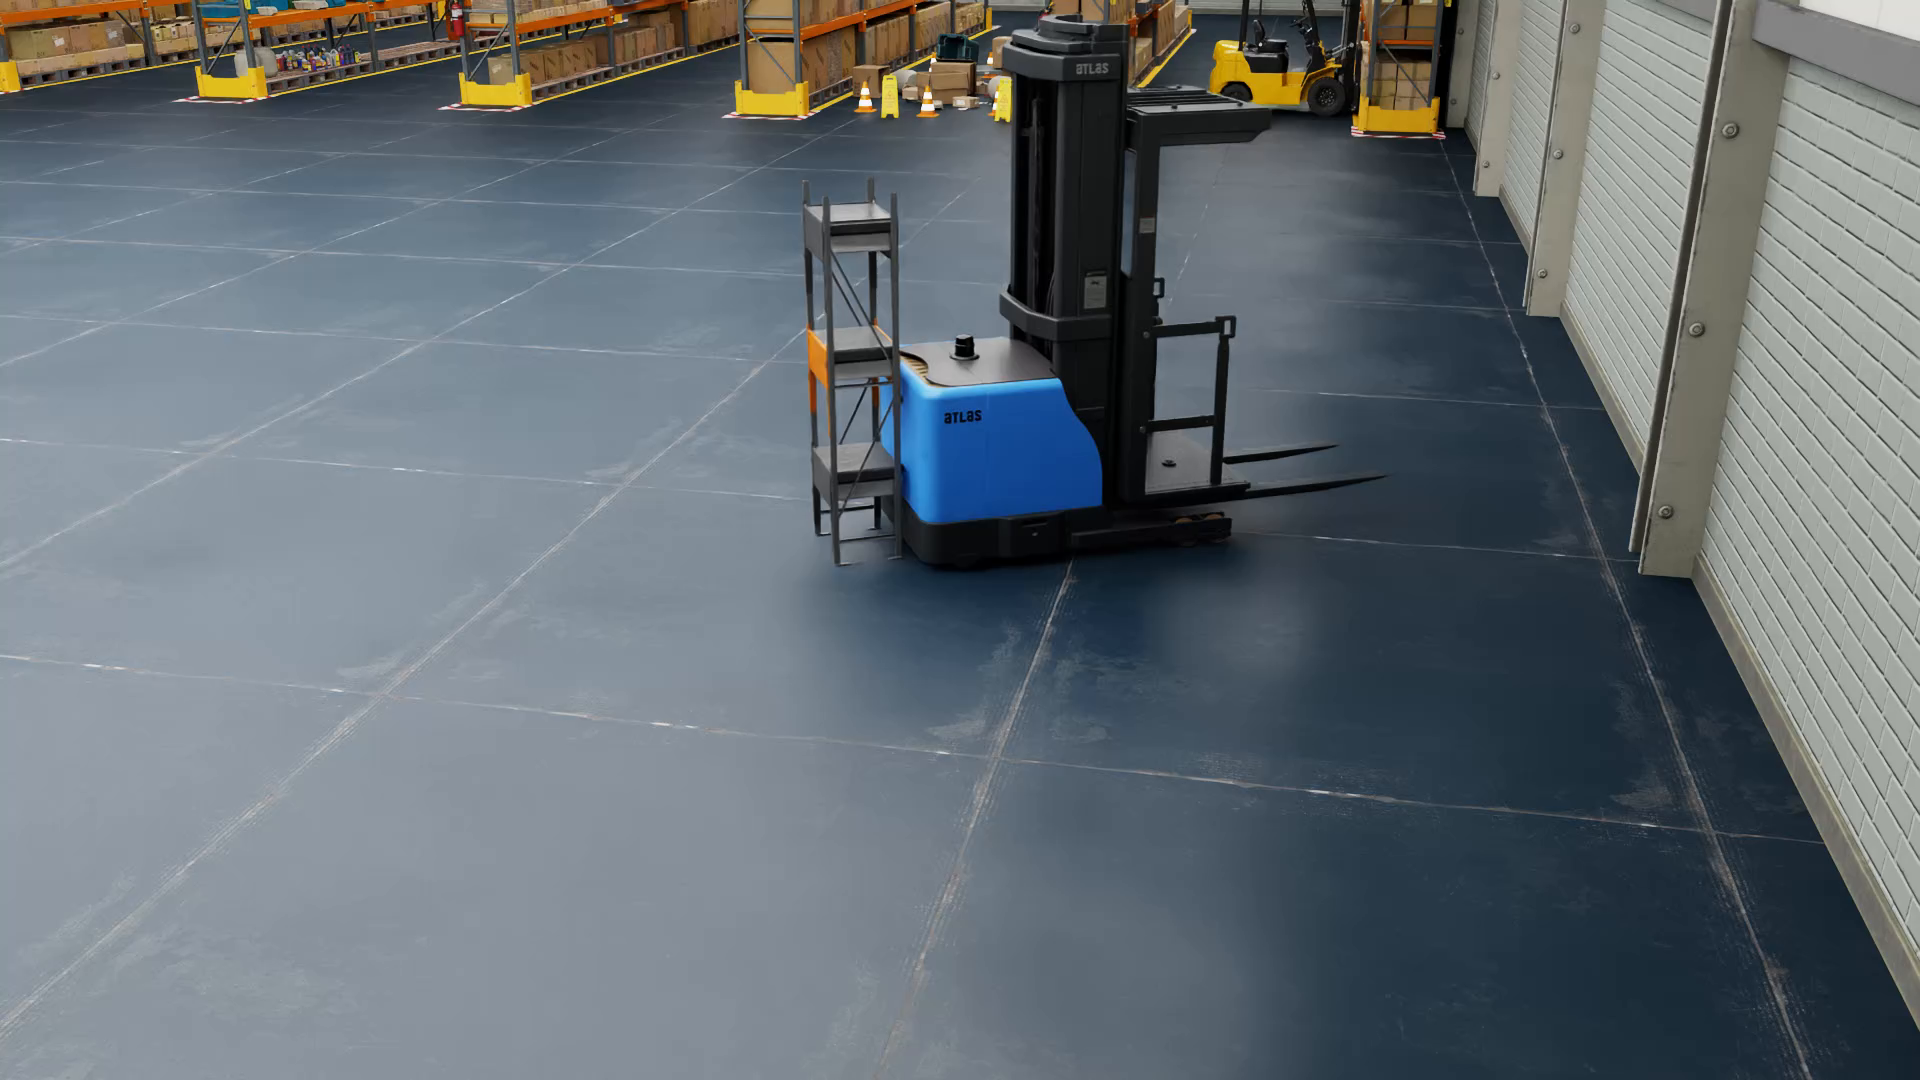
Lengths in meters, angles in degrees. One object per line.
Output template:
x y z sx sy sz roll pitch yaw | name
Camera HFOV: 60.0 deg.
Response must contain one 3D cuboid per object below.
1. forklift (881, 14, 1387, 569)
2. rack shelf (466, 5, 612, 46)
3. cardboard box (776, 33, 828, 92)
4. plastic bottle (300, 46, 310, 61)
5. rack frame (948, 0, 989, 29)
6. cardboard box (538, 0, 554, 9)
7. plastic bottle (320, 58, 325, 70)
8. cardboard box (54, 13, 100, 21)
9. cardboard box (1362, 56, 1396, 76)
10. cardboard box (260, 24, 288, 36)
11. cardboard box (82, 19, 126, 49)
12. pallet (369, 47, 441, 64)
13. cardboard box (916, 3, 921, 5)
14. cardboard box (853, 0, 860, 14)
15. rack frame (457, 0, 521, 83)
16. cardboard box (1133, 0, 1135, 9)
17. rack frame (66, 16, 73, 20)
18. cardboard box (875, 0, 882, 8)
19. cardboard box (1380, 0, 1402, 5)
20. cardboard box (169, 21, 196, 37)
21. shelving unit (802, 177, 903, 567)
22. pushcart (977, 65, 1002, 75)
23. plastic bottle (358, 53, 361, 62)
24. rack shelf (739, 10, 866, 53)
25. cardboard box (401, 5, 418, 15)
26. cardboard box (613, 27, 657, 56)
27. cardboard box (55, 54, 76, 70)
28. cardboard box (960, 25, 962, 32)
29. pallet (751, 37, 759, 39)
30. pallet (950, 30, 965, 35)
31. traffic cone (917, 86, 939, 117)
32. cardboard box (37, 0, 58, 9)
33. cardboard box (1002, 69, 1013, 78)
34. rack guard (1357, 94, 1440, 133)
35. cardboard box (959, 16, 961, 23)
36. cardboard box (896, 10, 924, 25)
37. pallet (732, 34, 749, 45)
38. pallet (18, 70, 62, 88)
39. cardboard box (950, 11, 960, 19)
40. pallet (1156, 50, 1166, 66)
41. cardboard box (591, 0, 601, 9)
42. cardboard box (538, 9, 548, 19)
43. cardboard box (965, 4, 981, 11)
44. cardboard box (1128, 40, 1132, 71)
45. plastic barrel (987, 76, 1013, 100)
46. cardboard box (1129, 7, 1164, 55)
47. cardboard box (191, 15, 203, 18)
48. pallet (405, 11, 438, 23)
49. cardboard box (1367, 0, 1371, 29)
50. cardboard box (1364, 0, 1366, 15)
1.091 -1.502 9.660 3.031 2.935 1.130 -7 23 -16 | forklift
-7.480 -9.187 29.613 1.077 0.370 4.000 4 22 11 | rack shelf
-2.802 -8.159 28.378 0.875 0.875 0.875 4 22 10 | cardboard box
-12.530 -9.273 31.819 0.144 0.351 0.185 4 22 9 | plastic bottle
0.211 -14.226 41.161 1.000 3.000 0.127 4 22 11 | rack frame
-7.620 -9.545 29.005 0.875 0.500 0.500 4 22 11 | cardboard box
-11.951 -8.911 31.120 0.097 0.201 0.097 0 22 0 | plastic bottle
-20.525 -12.305 38.706 0.750 0.750 0.750 4 22 10 | cardboard box
6.560 -7.420 26.041 0.500 0.250 0.500 5 22 12 | cardboard box
-15.580 -11.661 37.550 0.500 0.500 0.500 5 23 13 | cardboard box
-16.763 -9.908 32.554 0.500 0.500 0.500 4 22 11 | cardboard box
-11.552 -10.074 34.585 1.003 0.211 1.213 4 22 11 | pallet
-1.120 -11.701 36.673 0.500 0.250 0.500 5 22 12 | cardboard box
-2.301 -9.771 29.899 0.875 0.550 0.550 4 22 11 | cardboard box
-7.888 -8.790 27.663 1.000 3.000 0.127 4 22 11 | rack frame
2.782 -9.500 28.894 0.500 0.500 0.500 4 22 10 | cardboard box
-20.803 -12.848 37.740 1.000 3.000 0.127 4 22 11 | rack frame
-1.764 -10.240 31.131 0.500 0.500 0.500 5 22 11 | cardboard box
6.470 -8.153 25.079 0.380 0.149 0.250 5 22 12 | cardboard box
-16.229 -10.693 34.756 0.500 0.311 0.500 4 22 9 | cardboard box
-0.600 -0.932 9.358 0.431 2.100 0.503 -7 23 -16 | shelving unit
0.387 -8.436 30.295 1.648 0.377 0.936 -3 22 -8 | pushcart
-11.690 -9.380 32.285 0.097 0.201 0.097 0 22 0 | plastic bottle
-2.645 -8.772 28.583 1.077 0.370 4.000 4 22 11 | rack shelf
-14.414 -13.763 43.105 0.500 0.250 0.500 4 22 11 | cardboard box
-6.583 -10.102 33.678 0.700 0.500 0.500 6 23 15 | cardboard box
-17.057 -9.011 31.330 0.500 0.250 0.500 4 22 11 | cardboard box
-0.162 -11.842 38.495 0.380 0.149 0.250 5 22 13 | cardboard box
-5.208 -12.157 39.756 1.003 0.211 1.213 4 22 11 | pallet
-0.502 -11.718 38.667 1.003 0.211 1.213 4 22 11 | pallet
-0.518 -7.073 26.797 0.336 0.463 0.334 4 22 11 | traffic cone
-17.268 -10.136 30.872 0.700 0.500 0.500 5 22 11 | cardboard box
1.079 -8.051 29.170 0.500 0.500 0.500 -16 27 -35 | cardboard box
6.668 -6.489 25.296 1.175 0.500 0.348 4 22 11 | rack guard
-0.181 -12.171 38.916 0.380 0.149 0.250 3 22 8 | cardboard box
-1.043 -10.917 34.726 0.500 0.250 0.500 3 22 8 | cardboard box
-5.523 -11.597 38.366 1.003 0.211 1.213 4 22 11 | pallet
-17.470 -8.536 30.764 1.003 0.211 1.213 4 22 11 | pallet
-0.217 -12.118 38.385 0.380 0.149 0.250 6 23 14 | cardboard box
3.680 -9.949 34.274 1.003 0.211 1.213 4 22 11 | pallet
-6.889 -9.944 30.866 0.380 0.149 0.250 4 22 11 | cardboard box
-7.373 -9.123 28.828 0.380 0.149 0.250 4 22 11 | cardboard box
0.316 -12.970 40.499 0.380 0.149 0.250 4 22 10 | cardboard box
2.669 -8.341 28.664 0.500 0.500 0.500 5 22 12 | cardboard box
0.753 -7.710 28.430 0.421 0.421 0.512 -16 27 -35 | plastic barrel
3.668 -10.415 33.982 0.875 0.875 0.875 4 22 10 | cardboard box
-16.446 -11.289 36.238 0.500 0.311 0.500 4 22 10 | cardboard box
-14.498 -13.785 43.798 1.003 0.211 1.213 4 22 11 | pallet
6.828 -8.465 26.722 0.500 0.500 0.500 5 22 11 | cardboard box
7.433 -9.439 29.476 0.500 0.250 0.500 4 22 11 | cardboard box
